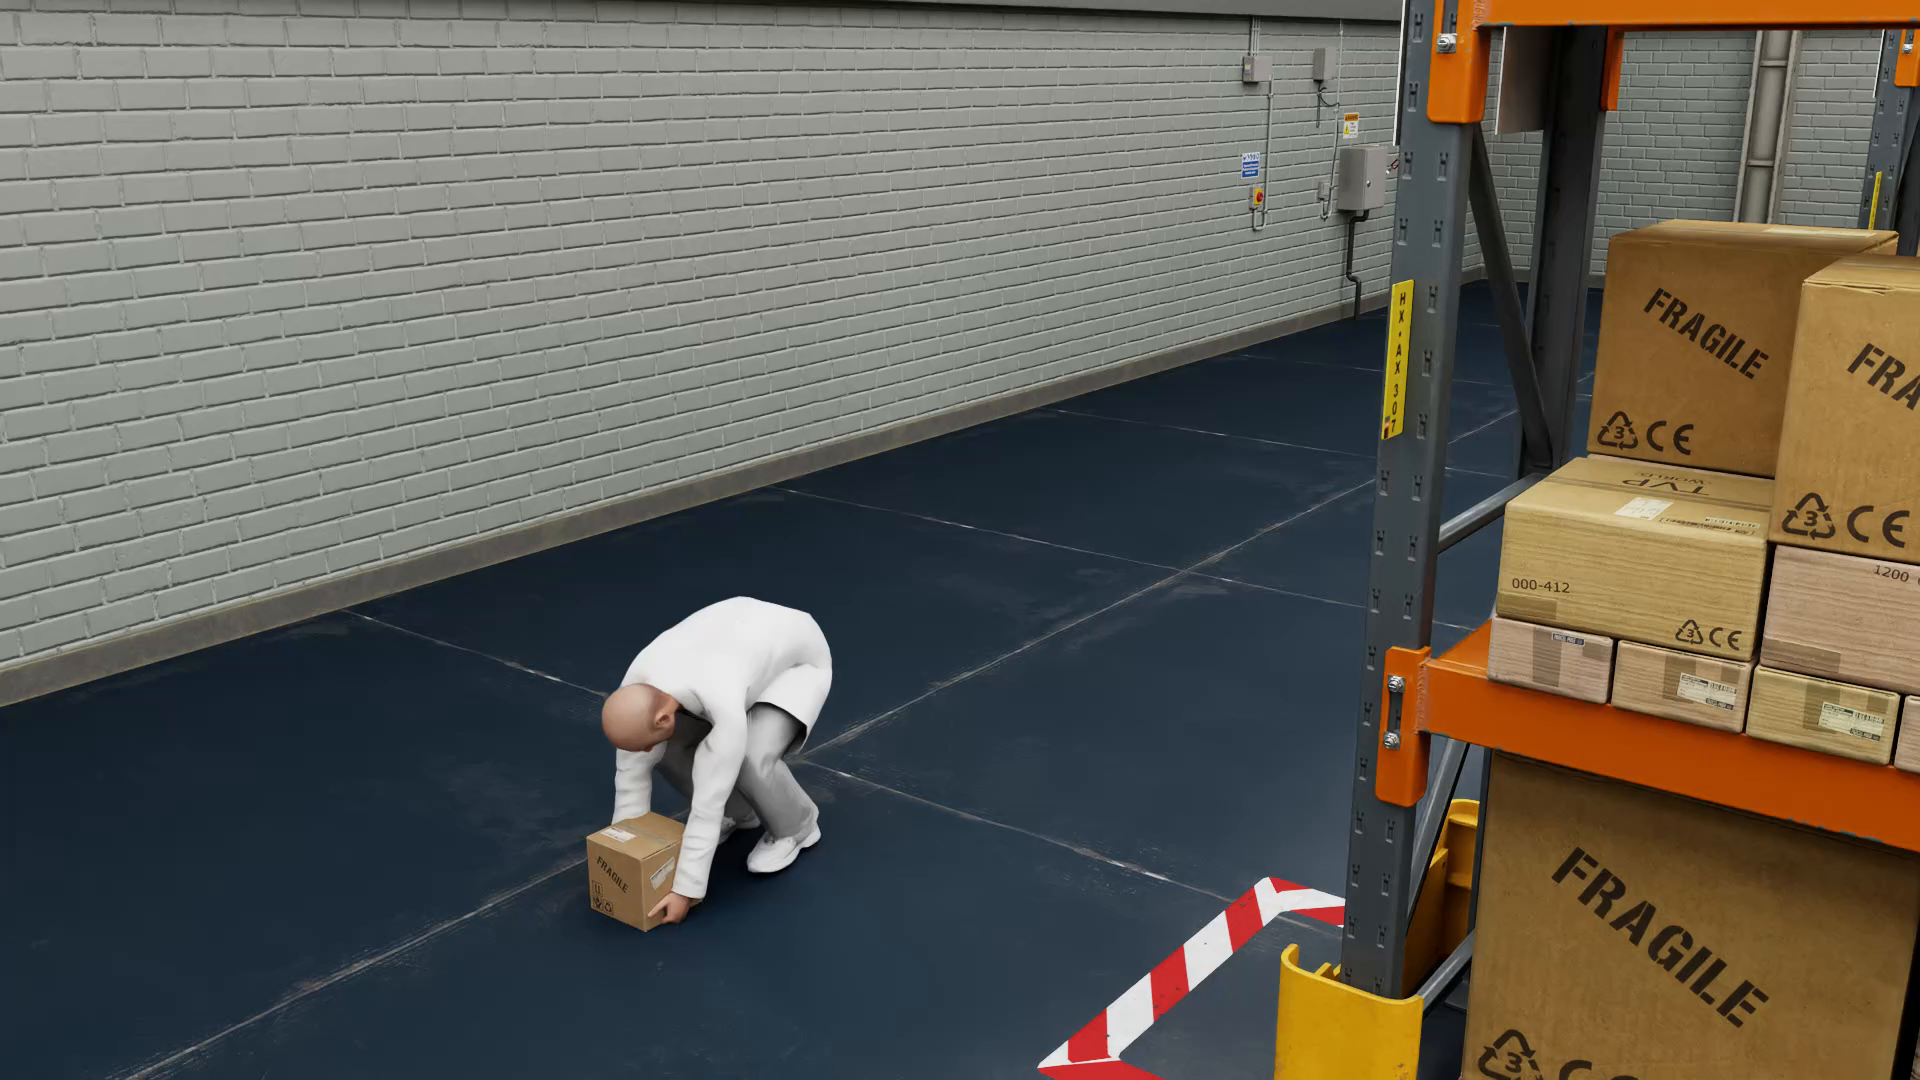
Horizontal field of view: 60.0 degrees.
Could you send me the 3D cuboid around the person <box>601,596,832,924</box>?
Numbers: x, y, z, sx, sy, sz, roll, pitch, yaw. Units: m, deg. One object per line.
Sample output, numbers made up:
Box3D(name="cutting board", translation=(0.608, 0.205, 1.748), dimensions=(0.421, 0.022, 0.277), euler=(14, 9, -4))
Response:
Box3D(name="person", translation=(-0.794, 0.675, 5.417), dimensions=(0.590, 0.881, 0.953), euler=(11, 20, 33))
